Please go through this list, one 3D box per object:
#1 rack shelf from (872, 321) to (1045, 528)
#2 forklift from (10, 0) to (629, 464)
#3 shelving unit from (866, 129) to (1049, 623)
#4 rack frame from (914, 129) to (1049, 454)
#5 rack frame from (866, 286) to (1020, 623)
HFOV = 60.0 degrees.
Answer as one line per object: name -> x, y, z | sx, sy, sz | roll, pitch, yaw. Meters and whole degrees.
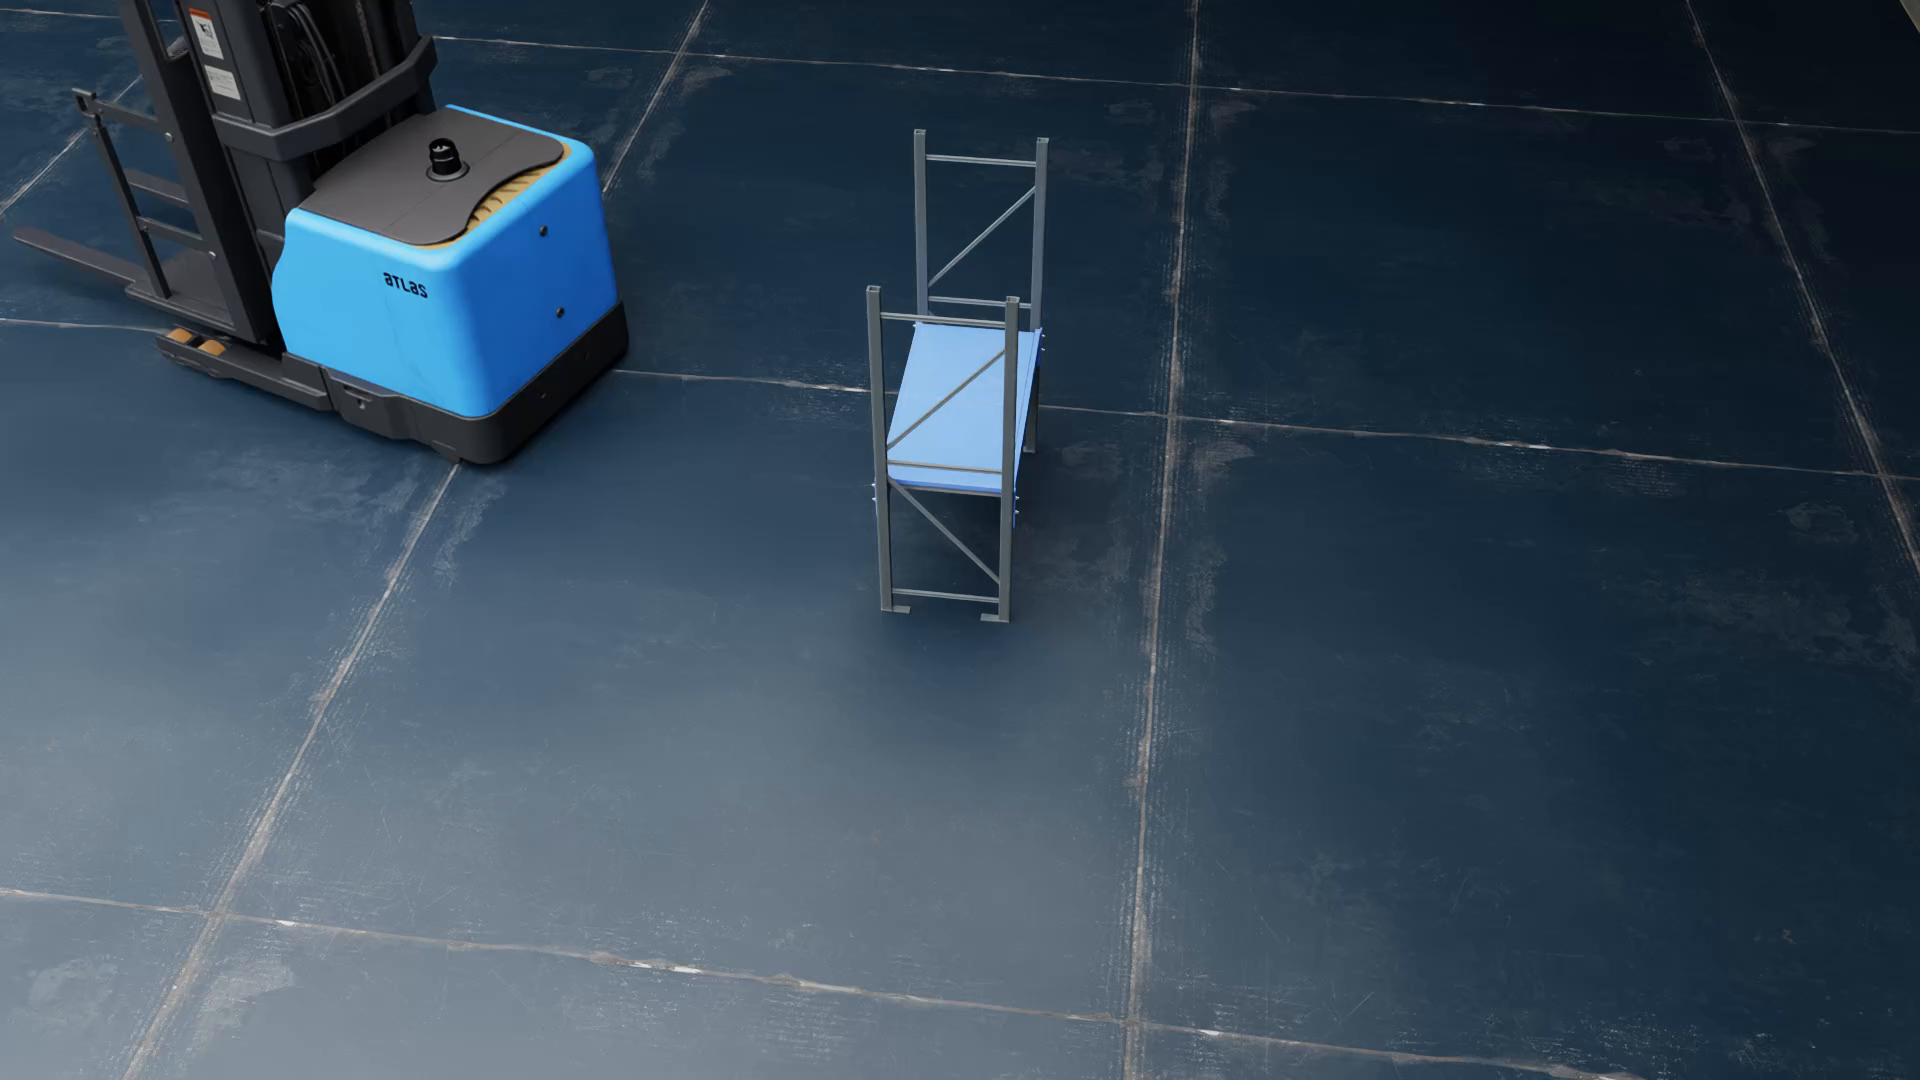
rack shelf -> 0.011, -0.472, 6.419 | 0.538, 0.185, 1.000 | 5, 44, 6
forklift -> -3.062, -2.102, 6.838 | 3.031, 2.935, 1.130 | 19, 47, 19
shelving unit -> 0.011, -0.603, 6.296 | 0.538, 1.500, 1.048 | 5, 44, 6
rack frame -> 0.078, -0.949, 6.662 | 0.500, 1.500, 0.032 | 5, 44, 6
rack frame -> -0.056, -0.256, 5.930 | 0.500, 1.500, 0.032 | 5, 44, 6
